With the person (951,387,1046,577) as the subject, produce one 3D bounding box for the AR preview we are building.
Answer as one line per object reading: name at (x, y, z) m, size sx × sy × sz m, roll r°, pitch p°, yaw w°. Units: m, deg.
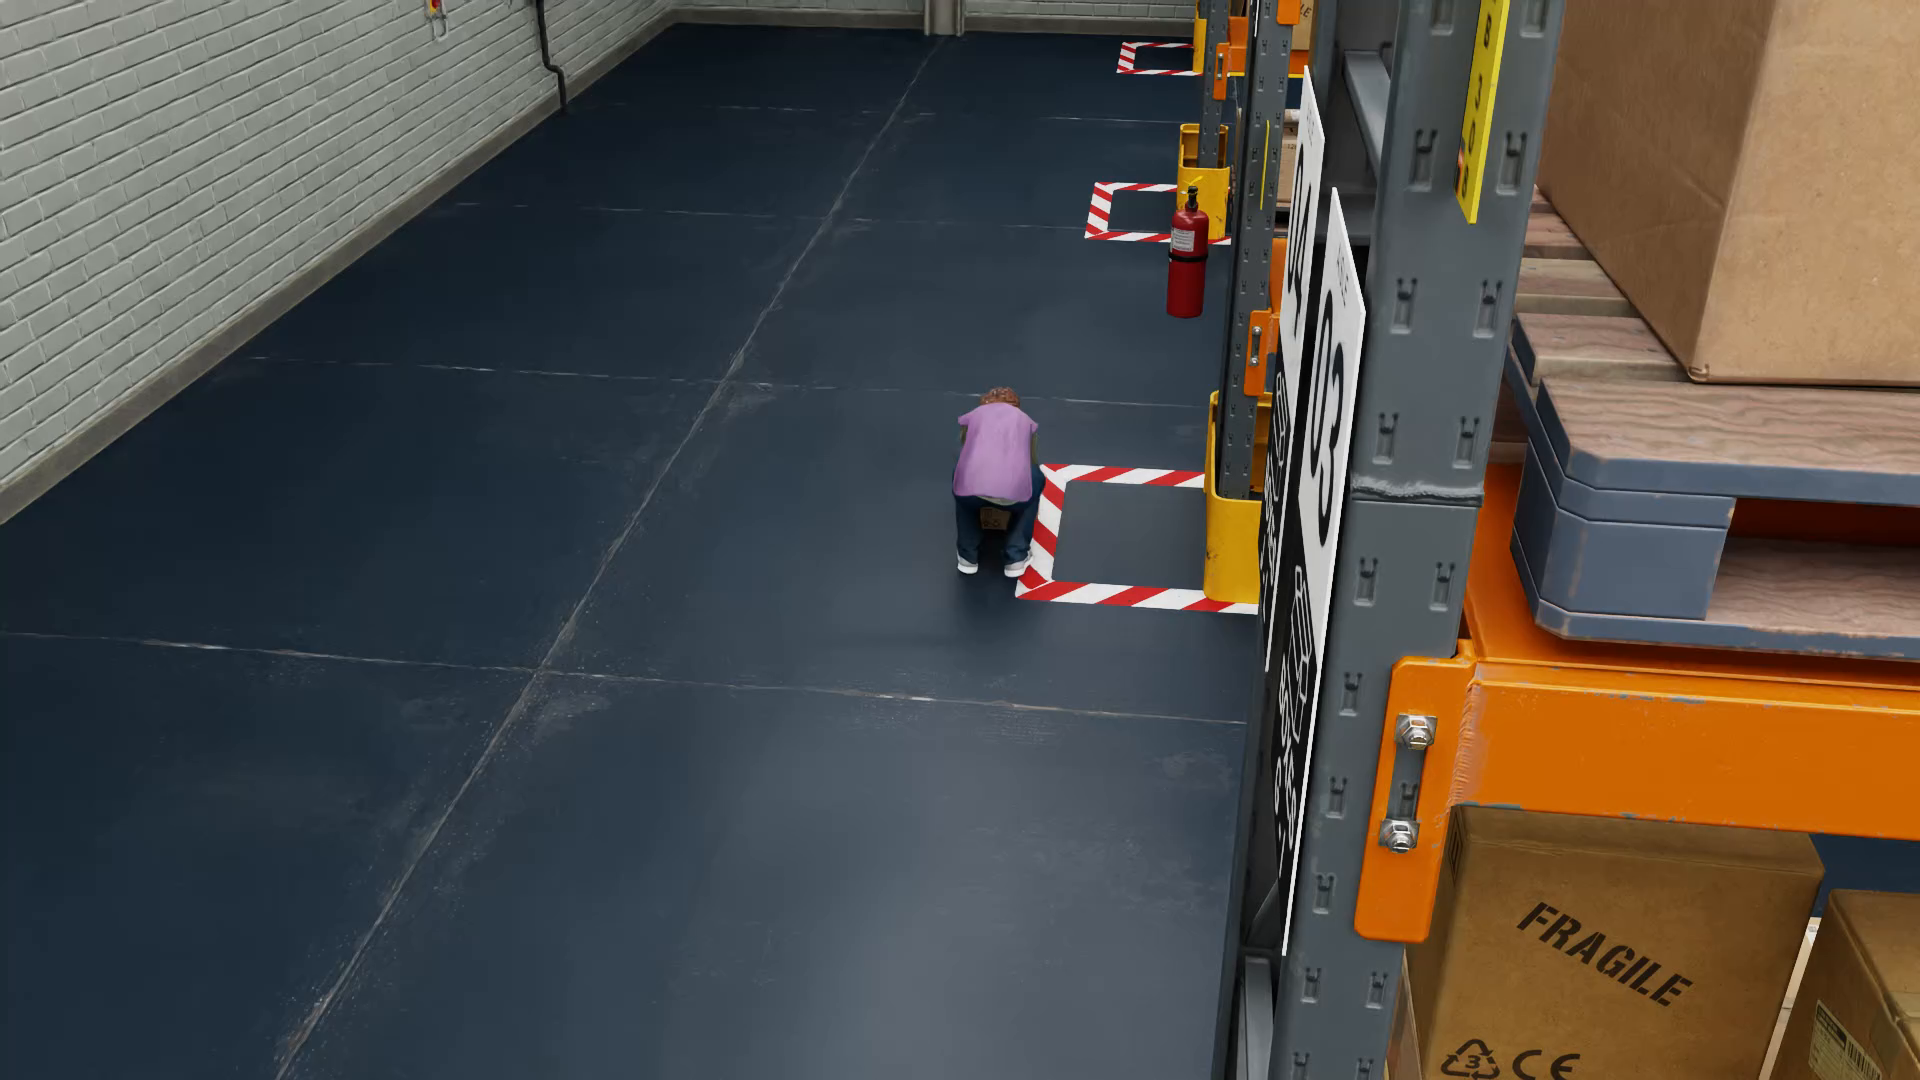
person at (0.176, -0.247, 7.552) m, size 0.420 × 0.712 × 0.868 m, roll 4°, pitch 29°, yaw 8°
